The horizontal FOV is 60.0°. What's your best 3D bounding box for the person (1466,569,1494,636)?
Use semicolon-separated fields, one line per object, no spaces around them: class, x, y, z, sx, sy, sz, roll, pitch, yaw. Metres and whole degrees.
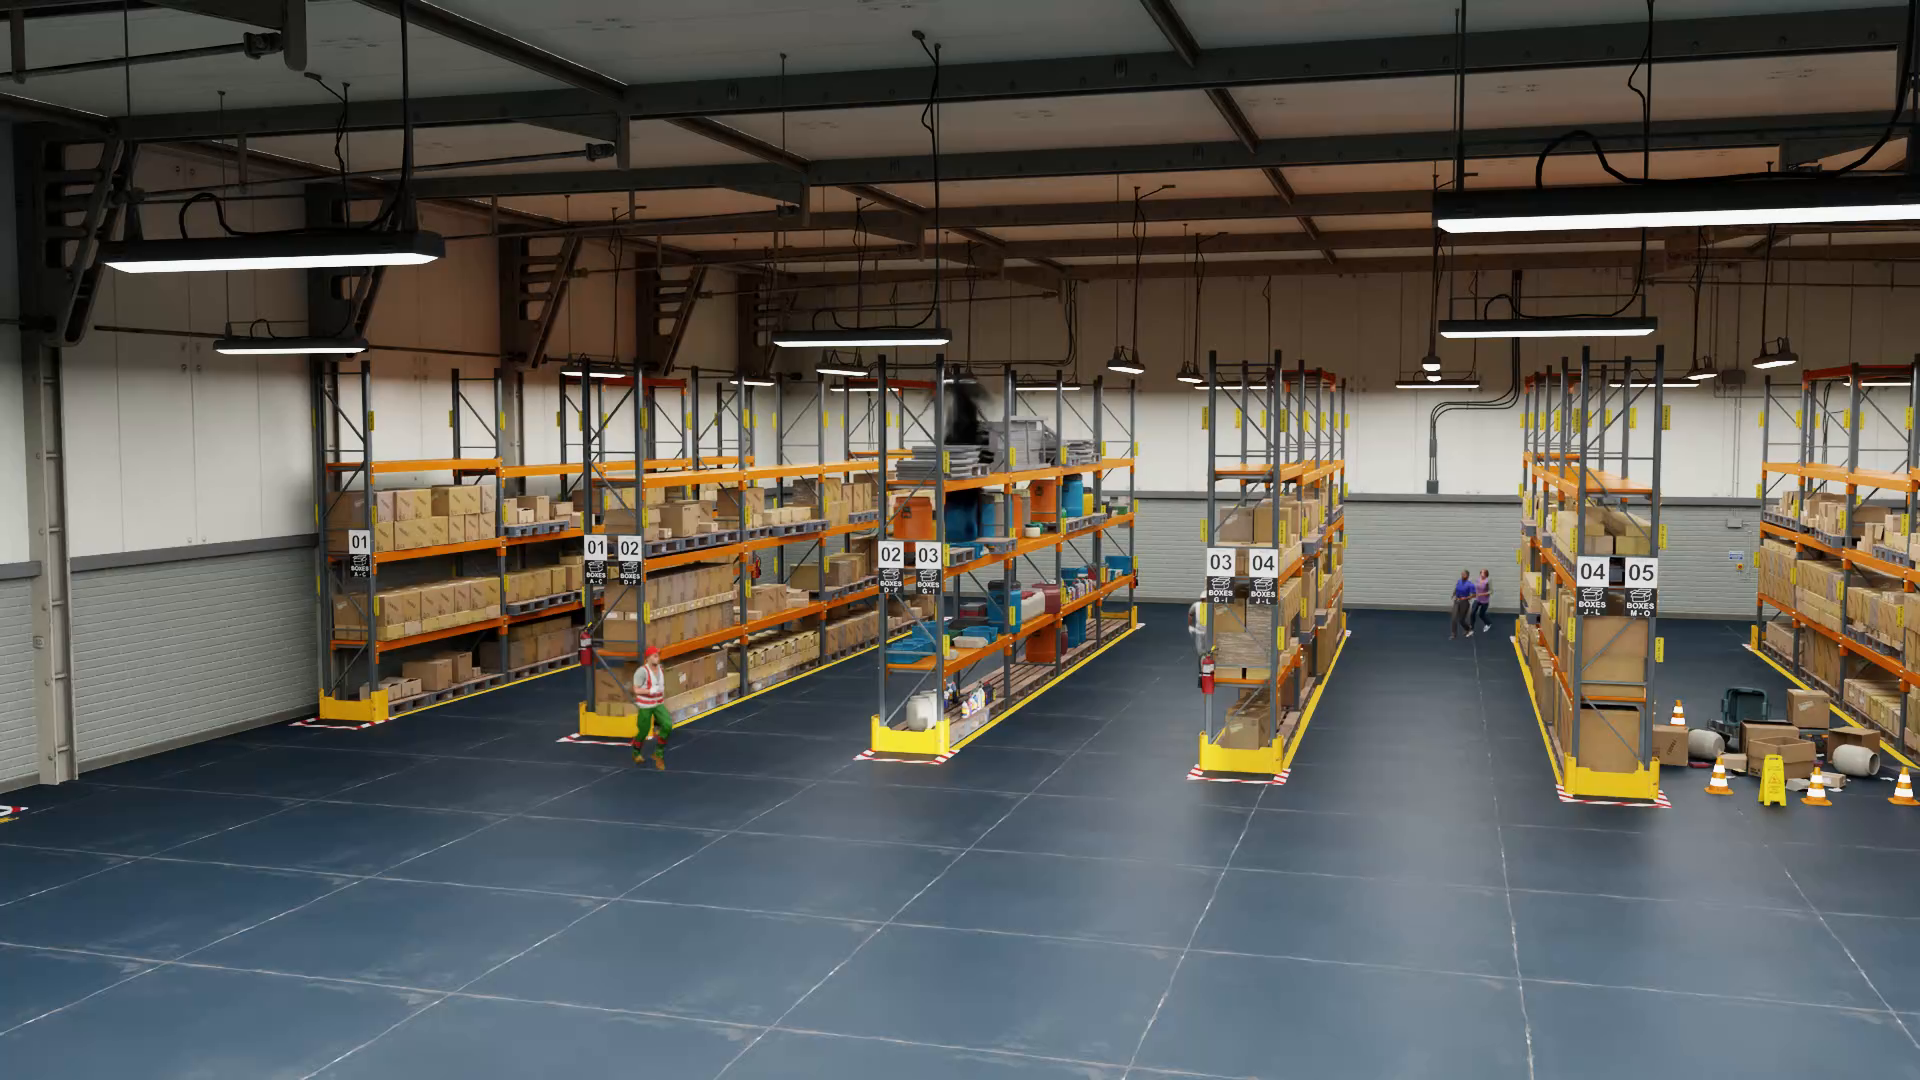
person;12.219;1.455;38.826;0.807;1.586;0.571;-3;5;-38

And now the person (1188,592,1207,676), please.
person;4.818;1.838;32.638;0.678;1.709;0.806;0;4;6

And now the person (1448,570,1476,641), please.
person;11.543;1.498;38.077;0.750;1.632;0.621;-3;5;-39

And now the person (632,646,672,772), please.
person;-4.452;2.407;23.905;0.850;1.800;0.692;4;5;41
